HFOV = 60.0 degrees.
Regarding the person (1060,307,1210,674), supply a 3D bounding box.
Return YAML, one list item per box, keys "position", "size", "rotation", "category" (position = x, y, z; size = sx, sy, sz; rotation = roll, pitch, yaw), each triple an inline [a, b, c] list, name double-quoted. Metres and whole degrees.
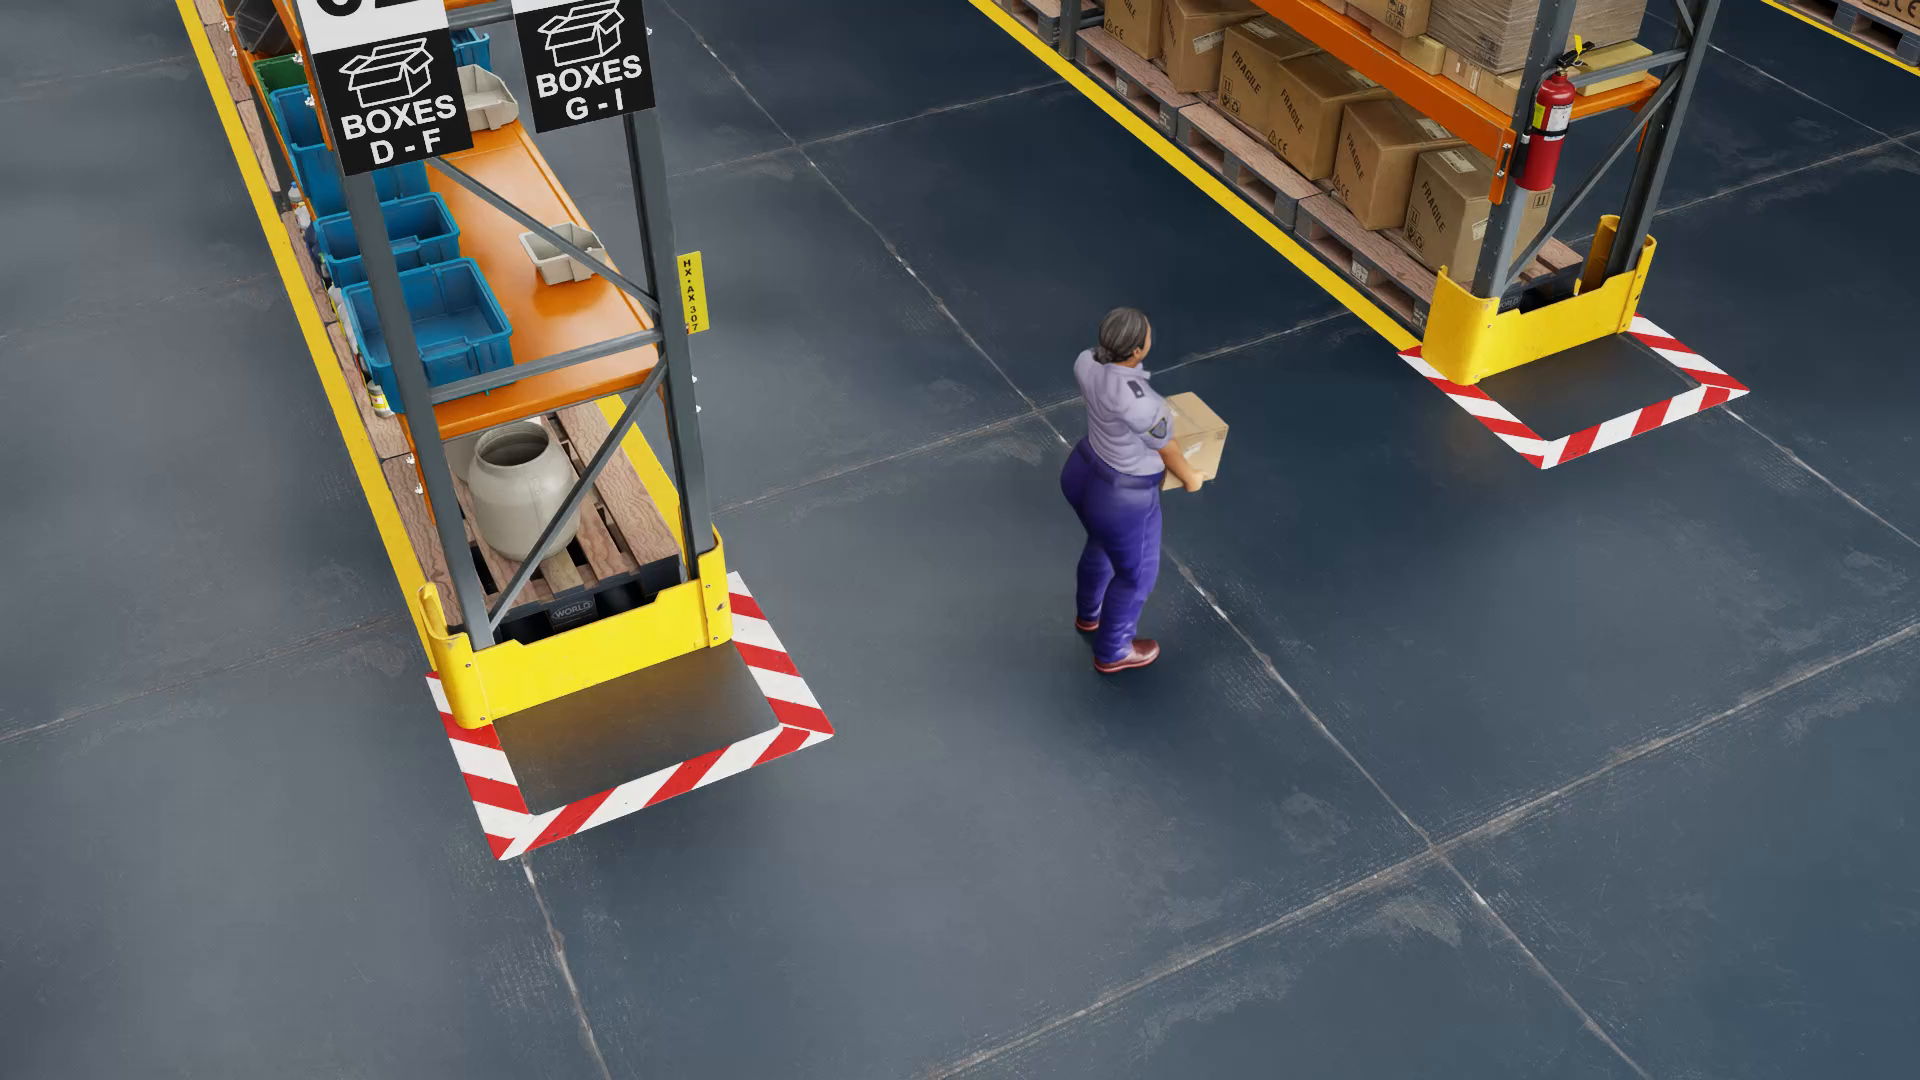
- position: [0.664, -0.218, 6.427]
  size: [0.525, 1.643, 0.435]
  rotation: [-20, 45, -21]
  category: "person"
